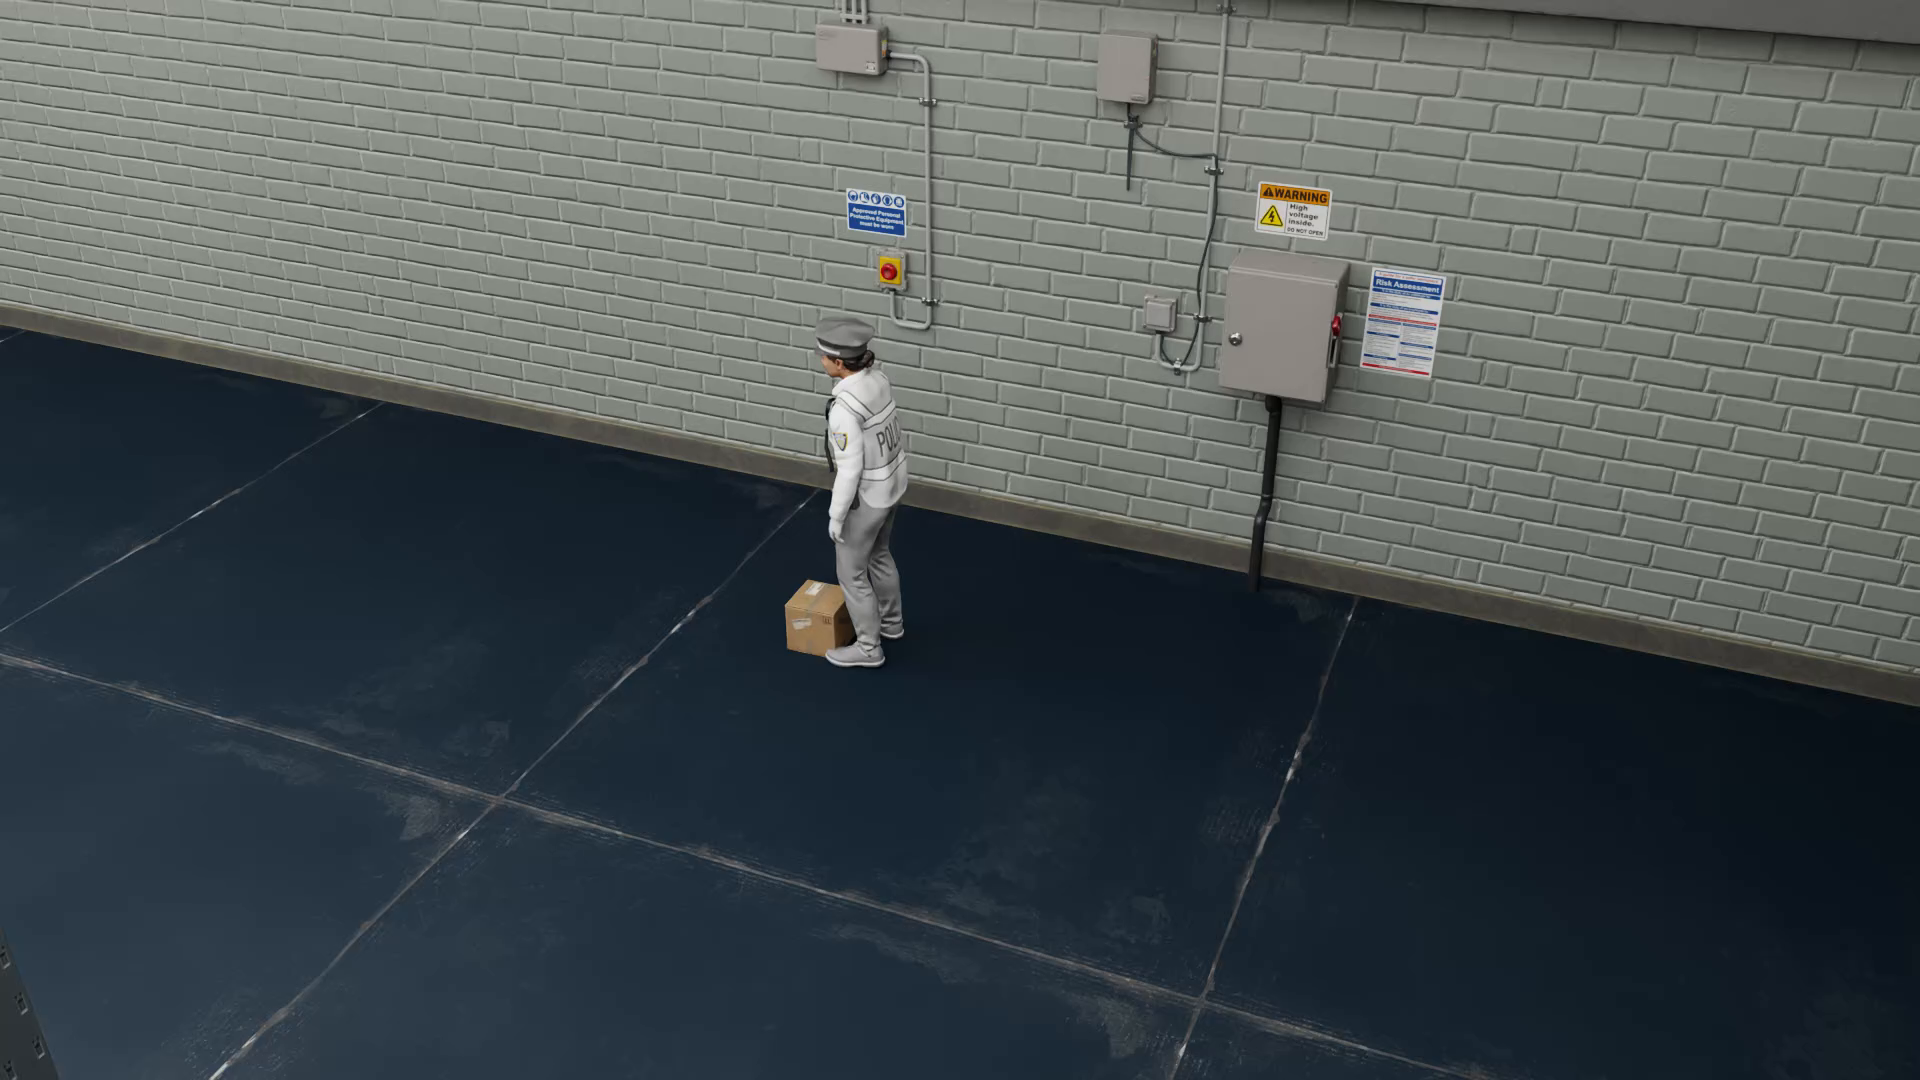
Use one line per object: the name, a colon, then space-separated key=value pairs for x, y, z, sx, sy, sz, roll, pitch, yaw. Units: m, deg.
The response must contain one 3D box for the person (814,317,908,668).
person: x=-0.439 y=-0.195 z=7.464 sx=0.377 sy=1.663 sz=0.539 roll=11 pitch=31 yaw=18
